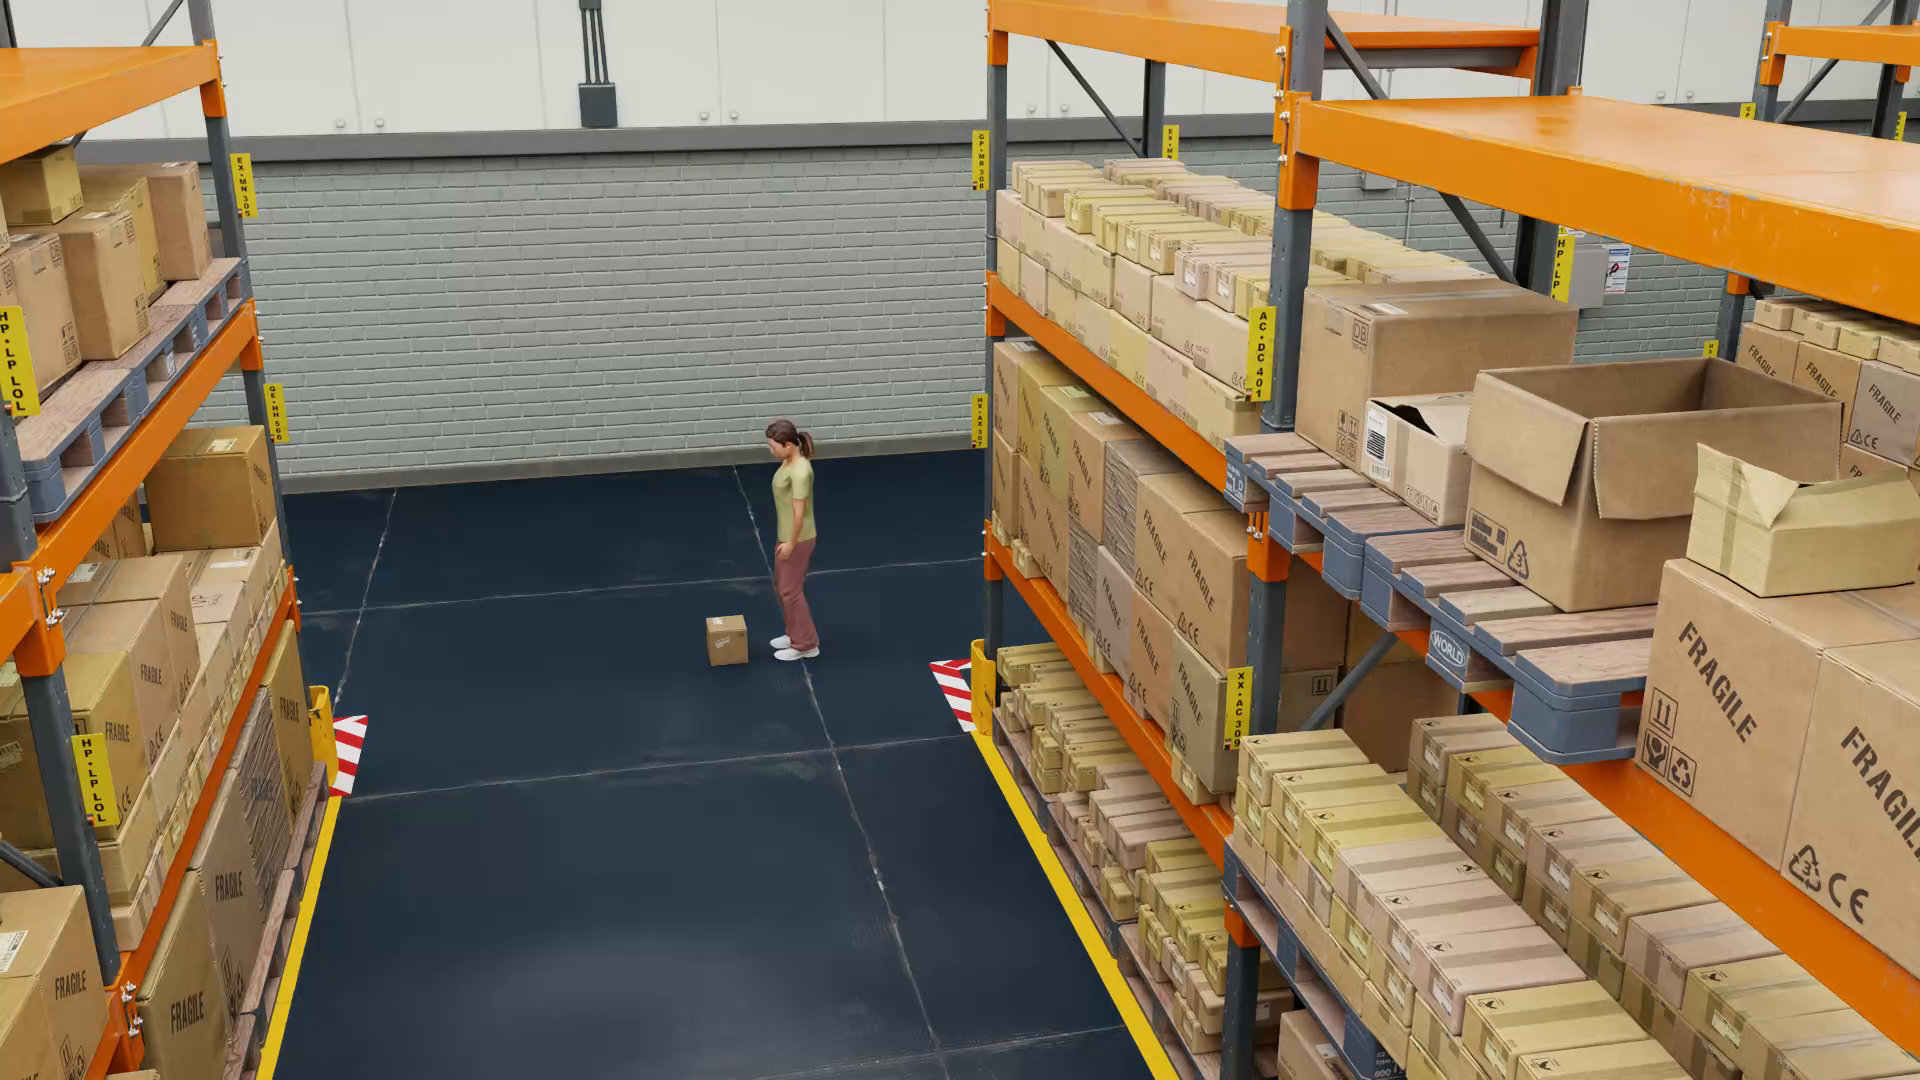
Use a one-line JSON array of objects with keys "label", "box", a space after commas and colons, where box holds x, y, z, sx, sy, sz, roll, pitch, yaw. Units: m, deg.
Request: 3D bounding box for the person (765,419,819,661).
[{"label": "person", "box": [-1.123, -0.004, 11.122, 0.329, 1.662, 0.455, -4, 20, -11]}]
